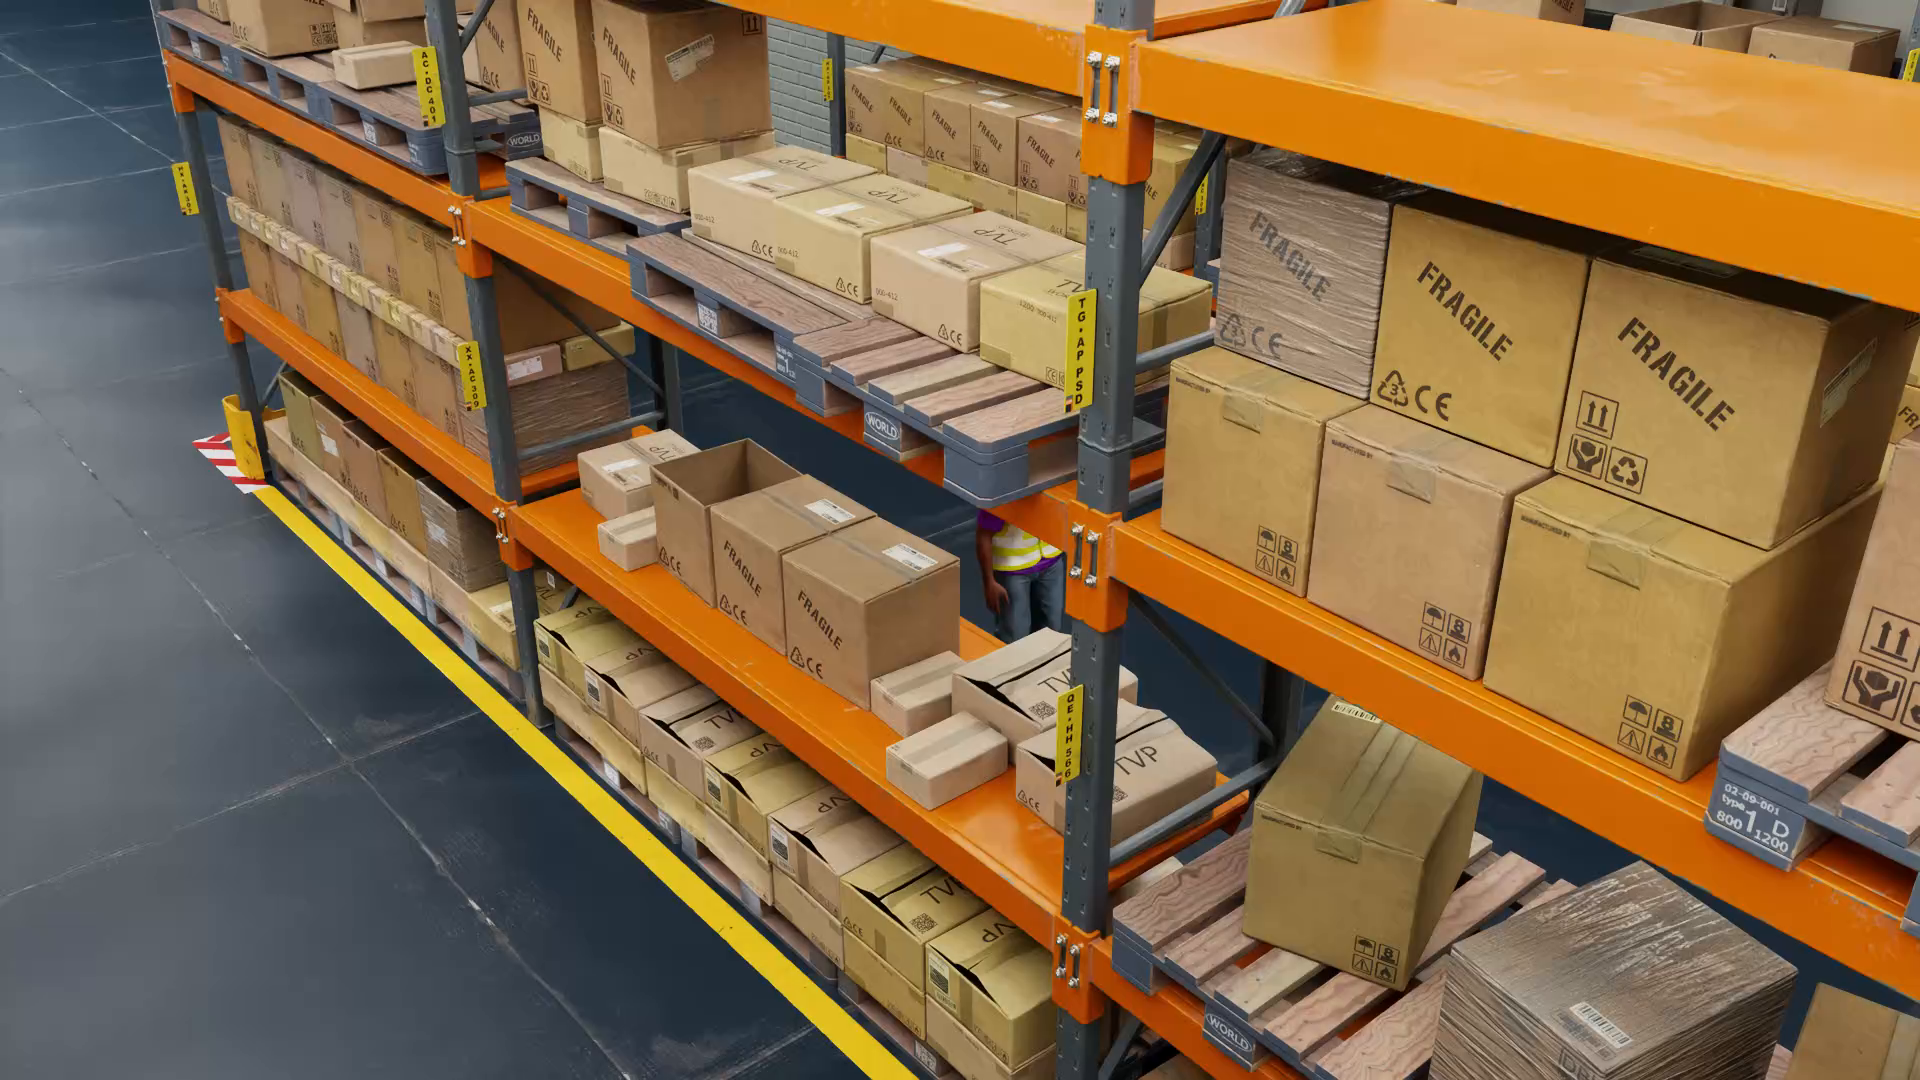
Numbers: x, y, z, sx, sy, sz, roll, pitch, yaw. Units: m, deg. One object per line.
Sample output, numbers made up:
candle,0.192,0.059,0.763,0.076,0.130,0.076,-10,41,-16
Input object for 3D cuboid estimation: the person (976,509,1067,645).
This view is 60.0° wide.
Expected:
person,0.352,0.130,8.358,0.628,1.761,0.456,-21,35,-34
